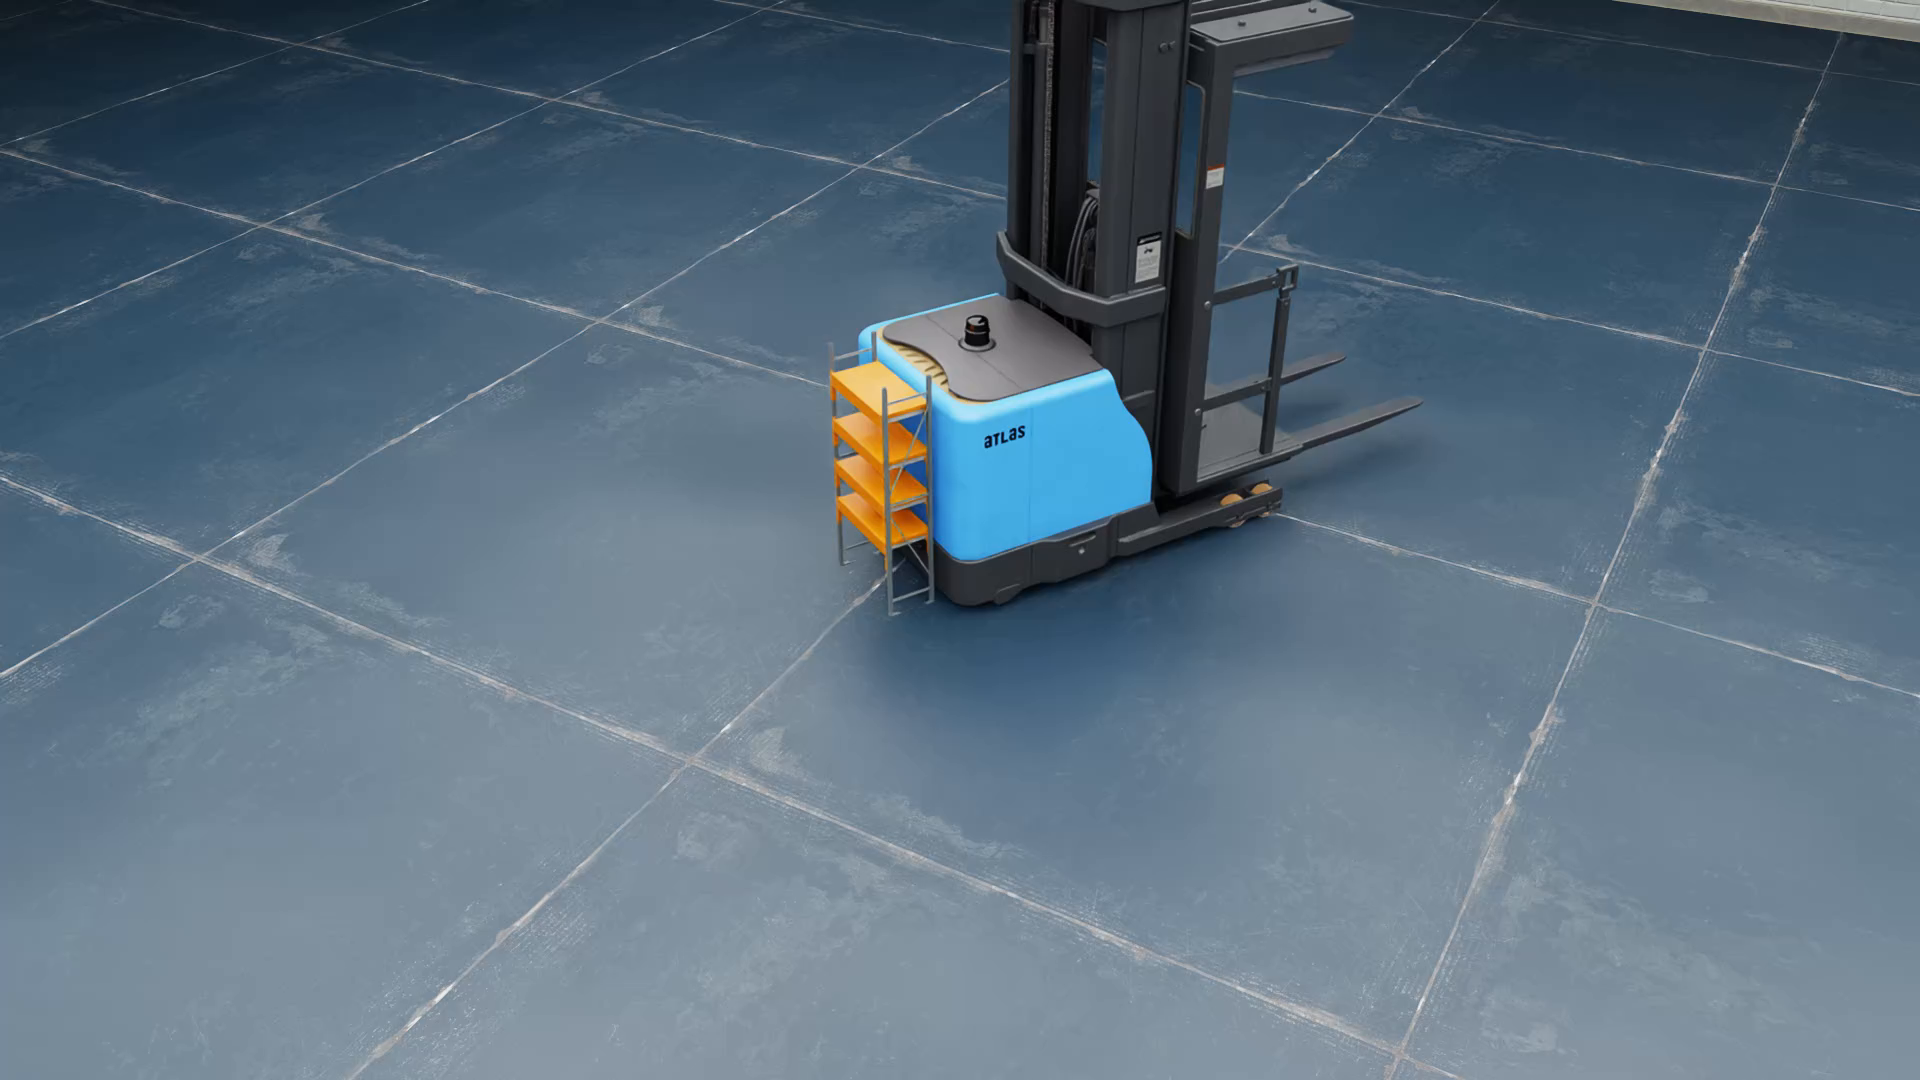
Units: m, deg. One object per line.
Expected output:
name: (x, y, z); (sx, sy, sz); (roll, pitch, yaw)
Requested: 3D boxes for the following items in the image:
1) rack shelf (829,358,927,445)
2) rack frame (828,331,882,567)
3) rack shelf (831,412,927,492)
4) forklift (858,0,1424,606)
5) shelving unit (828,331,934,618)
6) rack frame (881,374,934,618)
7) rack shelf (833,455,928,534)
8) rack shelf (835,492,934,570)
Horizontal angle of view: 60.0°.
rack shelf: (-0.355, -0.620, 7.389); (0.258, 0.148, 0.480); (-19, 38, -26)
rack frame: (-0.482, -0.408, 7.780); (0.240, 1.200, 0.015); (-19, 38, -26)
rack shelf: (-0.355, -0.423, 7.520); (0.258, 0.148, 0.480); (-19, 38, -26)
forklift: (1.037, -1.515, 7.881); (3.031, 2.935, 1.130); (-18, 38, -25)
shelving unit: (-0.355, -0.293, 7.607); (0.258, 1.200, 0.503); (-19, 38, -26)
rack frame: (-0.228, -0.177, 7.434); (0.240, 1.200, 0.015); (-19, 38, -26)
rack shelf: (-0.355, -0.237, 7.644); (0.258, 0.148, 0.480); (-19, 38, -26)
rack shelf: (-0.355, -0.071, 7.754); (0.258, 0.148, 0.480); (-19, 38, -26)
